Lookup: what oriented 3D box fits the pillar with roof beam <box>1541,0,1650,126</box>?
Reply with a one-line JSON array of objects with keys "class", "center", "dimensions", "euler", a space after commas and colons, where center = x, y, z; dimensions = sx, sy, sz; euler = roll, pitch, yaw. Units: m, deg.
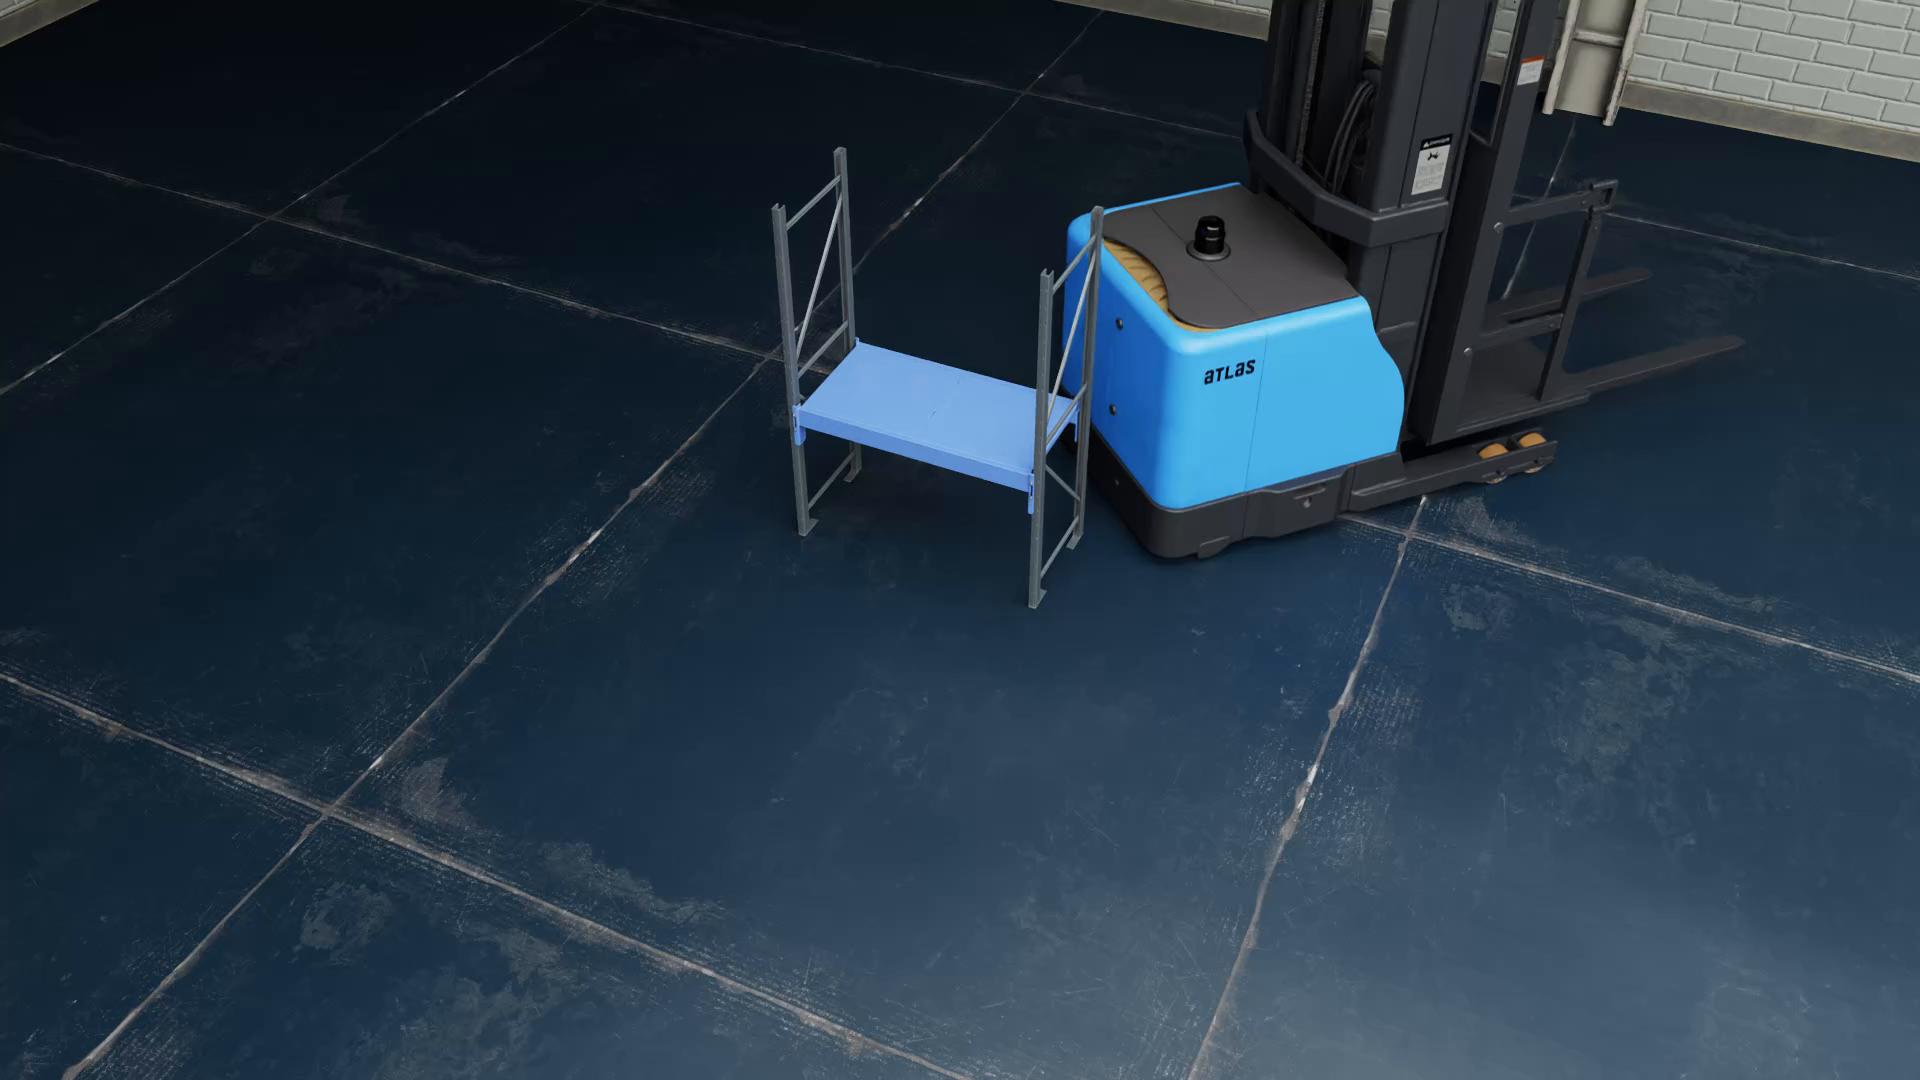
[{"class": "pillar with roof beam", "center": [1.779, -3.347, 3.742], "dimensions": [0.400, 9.000, 9.100], "euler": [17, 44, 19]}]

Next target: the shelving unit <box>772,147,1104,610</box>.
[{"class": "shelving unit", "center": [-0.077, -0.590, 6.286], "dimensions": [1.048, 1.500, 0.538], "euler": [17, 44, 19]}]

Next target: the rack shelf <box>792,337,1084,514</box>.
[{"class": "rack shelf", "center": [-0.077, -0.454, 6.404], "dimensions": [1.000, 0.185, 0.538], "euler": [17, 44, 19]}]

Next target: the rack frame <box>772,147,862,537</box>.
[{"class": "rack frame", "center": [-0.538, -0.731, 6.448], "dimensions": [0.032, 1.500, 0.500], "euler": [17, 44, 19]}]

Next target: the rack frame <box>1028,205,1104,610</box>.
[{"class": "rack frame", "center": [0.383, -0.450, 6.124], "dimensions": [0.032, 1.500, 0.500], "euler": [17, 44, 19]}]

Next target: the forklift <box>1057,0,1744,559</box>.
[{"class": "forklift", "center": [1.980, -1.652, 6.418], "dimensions": [3.031, 2.935, 1.130], "euler": [-15, 43, -17]}]
